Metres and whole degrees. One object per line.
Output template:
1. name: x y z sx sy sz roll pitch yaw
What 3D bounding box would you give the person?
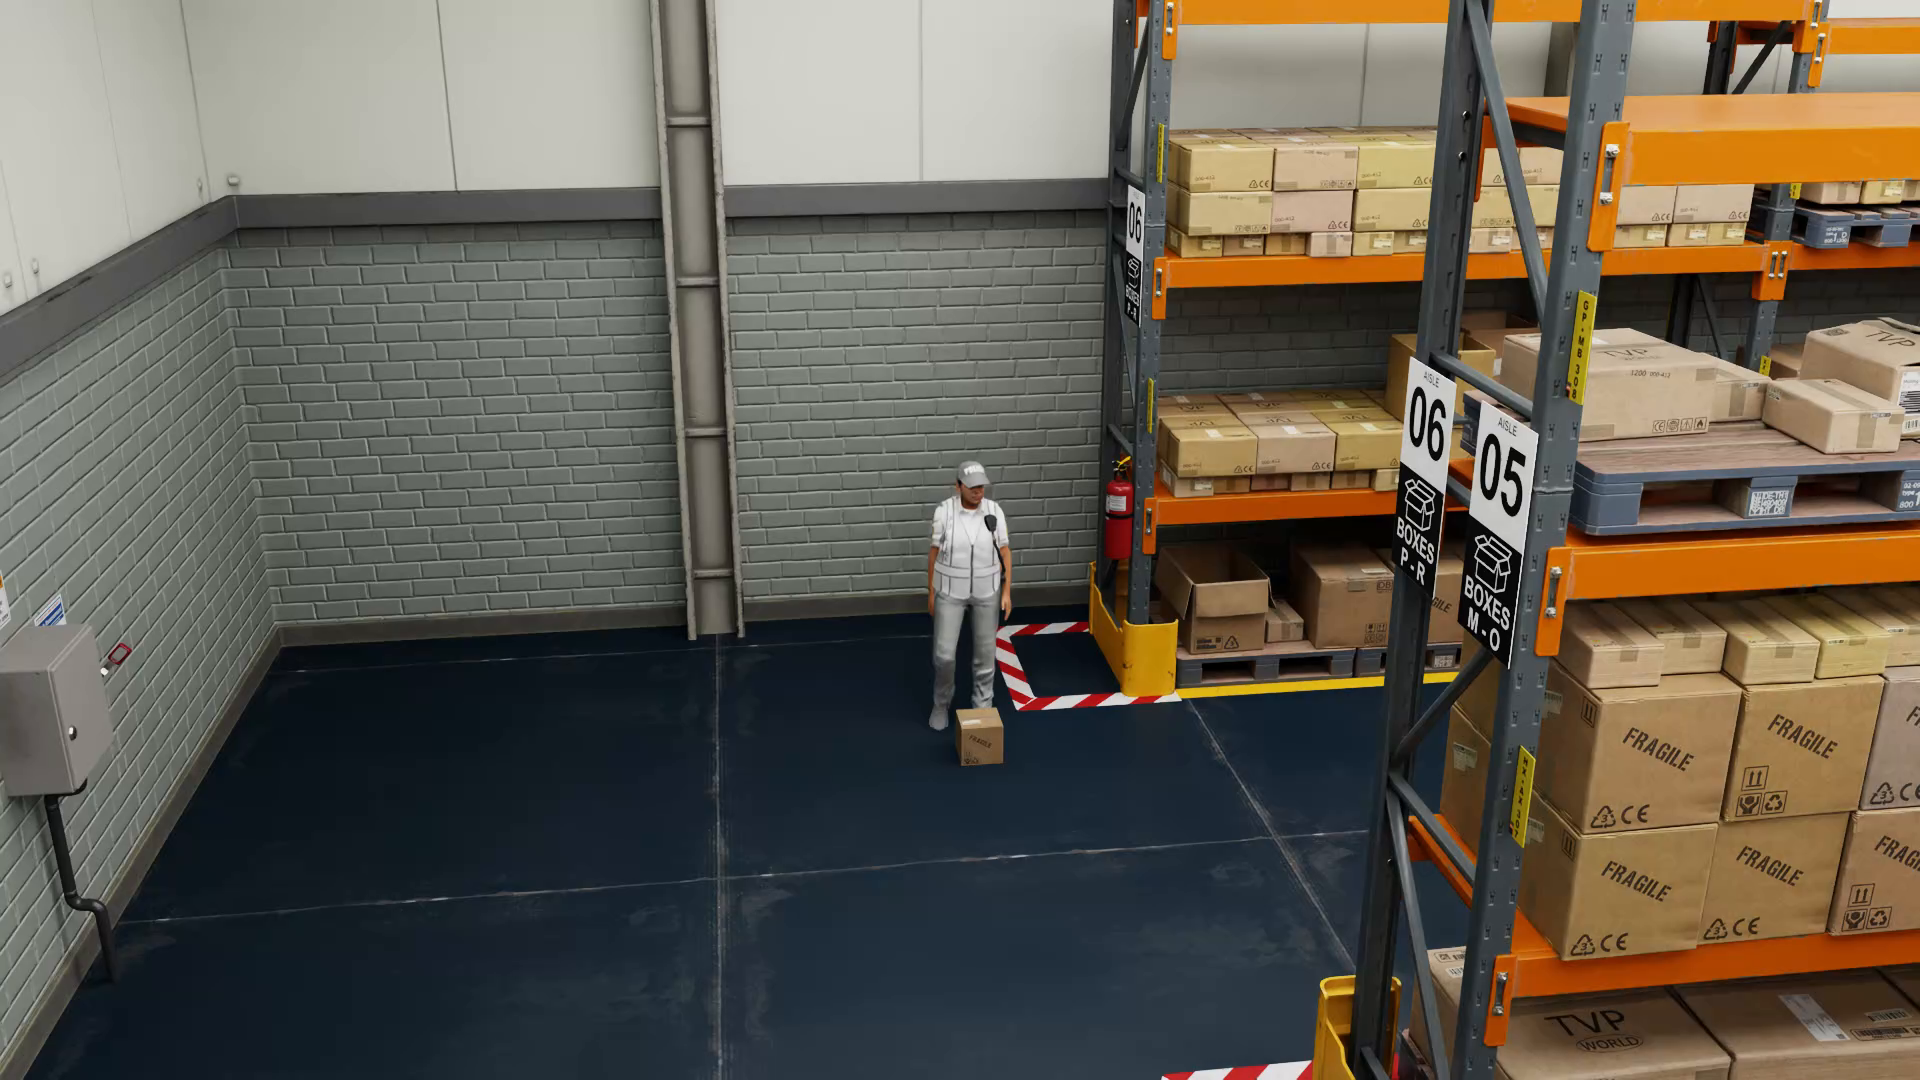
1. person: 0.065 0.372 10.076 0.515 1.728 0.439 -3 20 -8
